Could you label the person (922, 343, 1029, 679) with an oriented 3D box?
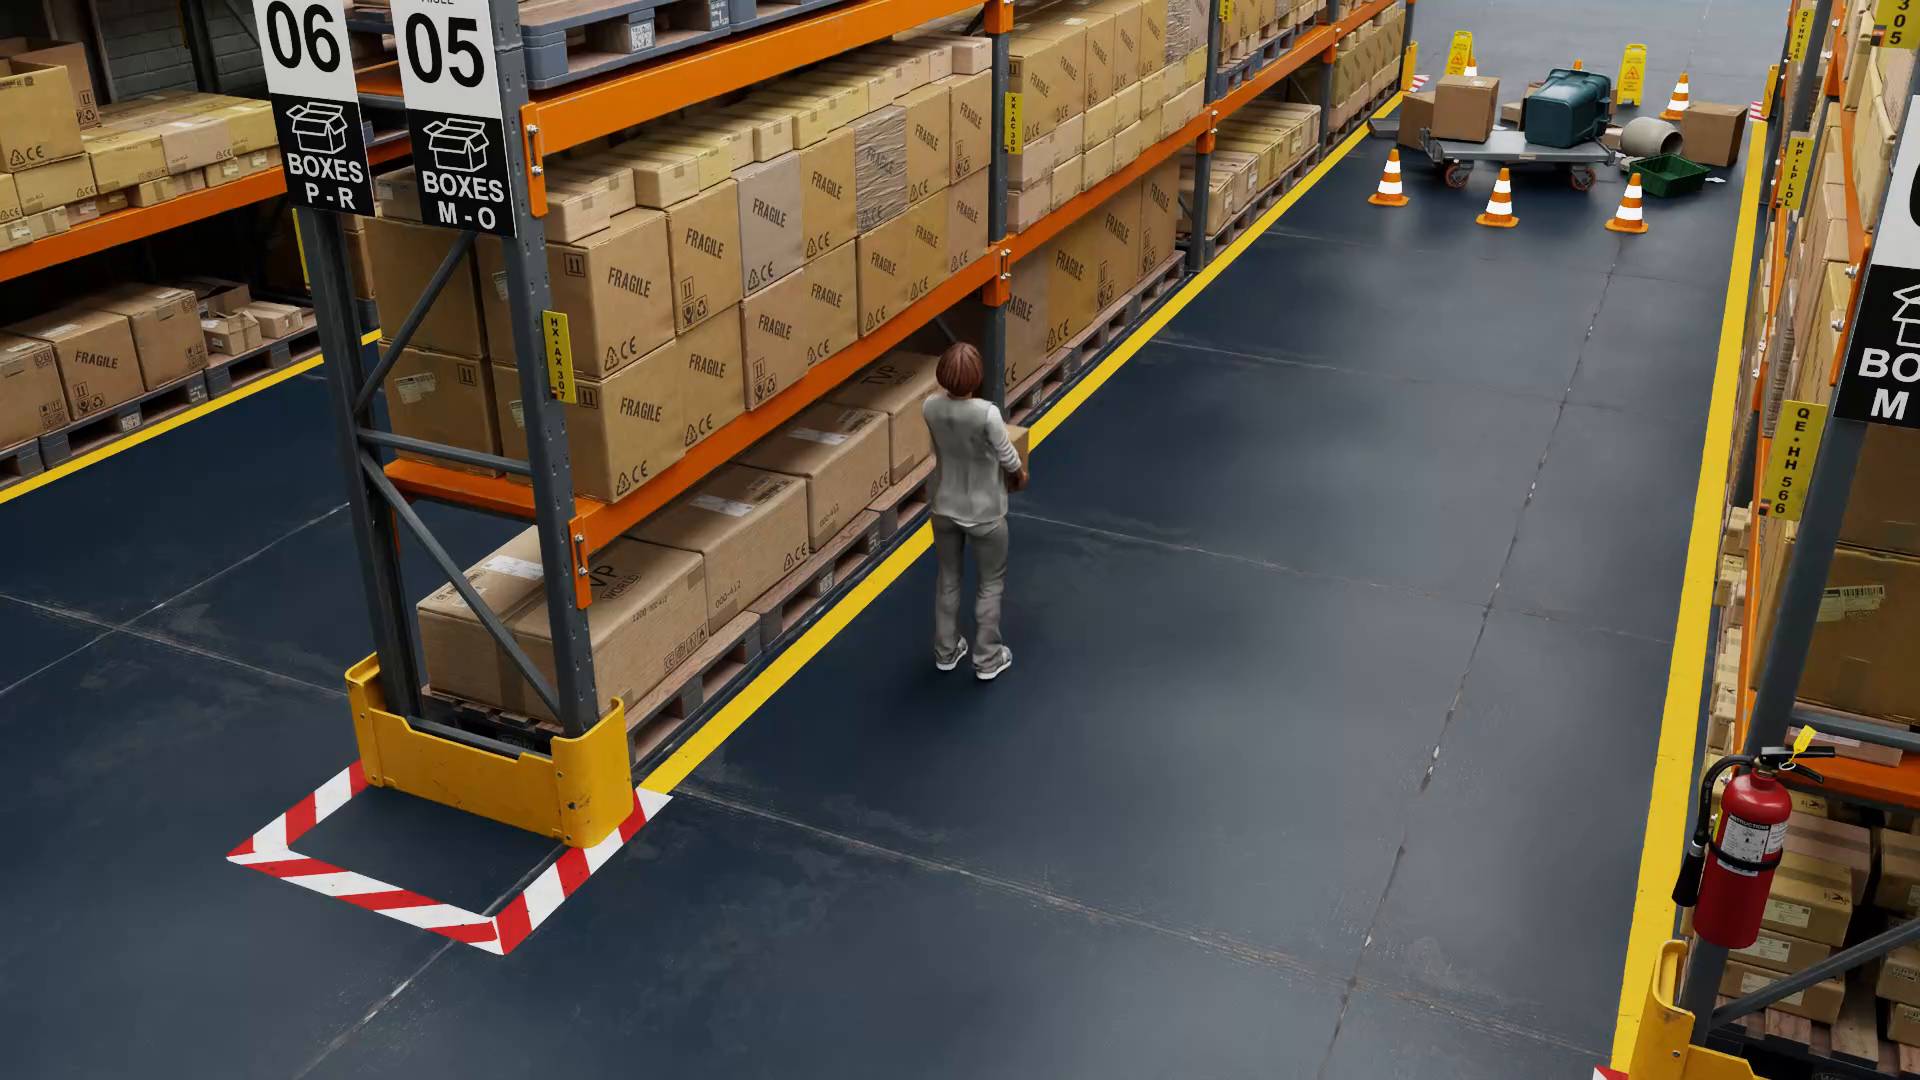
[{"bbox_3d":[0.073,-0.160,7.445,0.412,1.595,0.486,13,29,24],"label":"person"}]
